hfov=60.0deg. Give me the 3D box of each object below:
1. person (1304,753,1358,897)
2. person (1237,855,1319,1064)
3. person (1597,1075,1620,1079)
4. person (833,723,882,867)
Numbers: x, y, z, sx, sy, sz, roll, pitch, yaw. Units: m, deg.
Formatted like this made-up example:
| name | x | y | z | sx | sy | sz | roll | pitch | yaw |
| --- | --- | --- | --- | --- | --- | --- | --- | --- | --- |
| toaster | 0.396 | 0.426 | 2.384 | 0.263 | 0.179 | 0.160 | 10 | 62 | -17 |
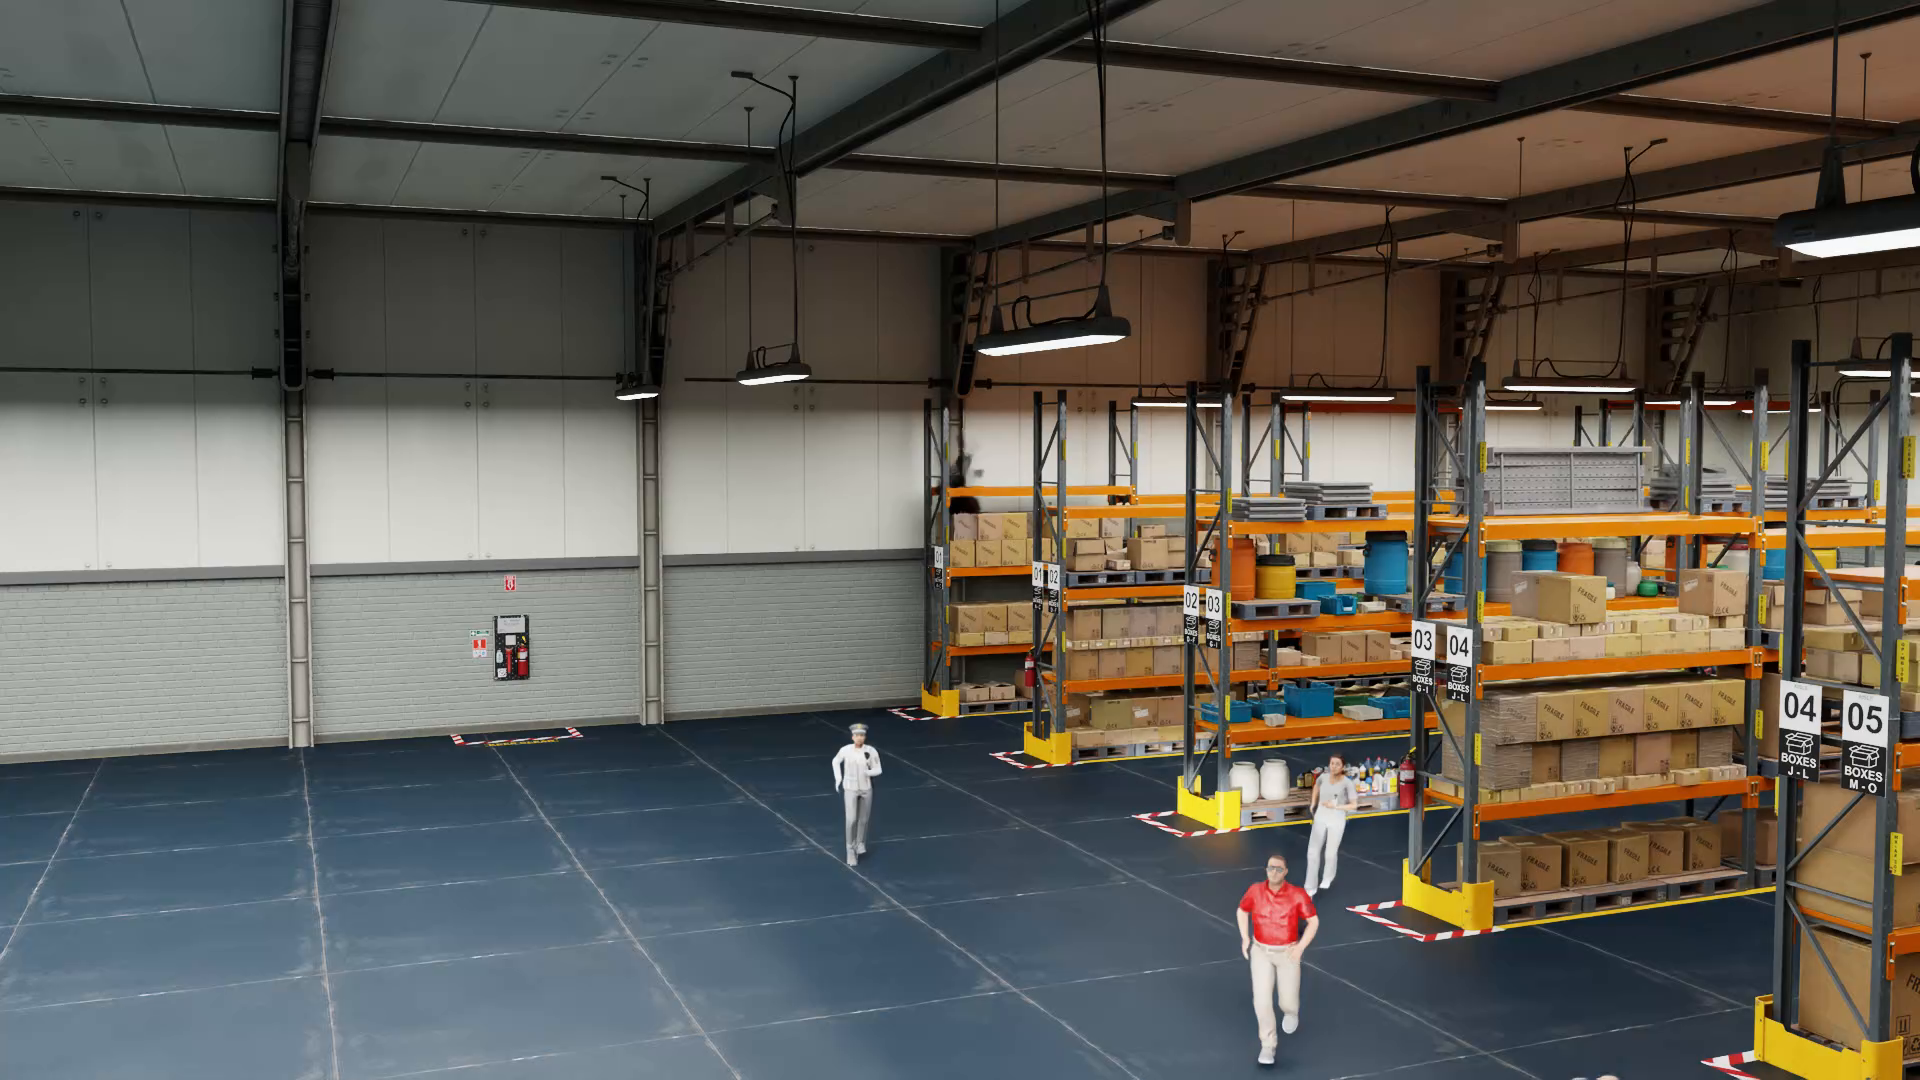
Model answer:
| name | x | y | z | sx | sy | sz | roll | pitch | yaw |
| --- | --- | --- | --- | --- | --- | --- | --- | --- | --- |
| person | 4.244 | 3.244 | 18.834 | 0.583 | 1.719 | 0.766 | 2 | 4 | 29 |
| person | 2.668 | 3.485 | 14.035 | 0.699 | 1.682 | 0.771 | 1 | 4 | 19 |
| person | 3.520 | 3.760 | 9.008 | 0.722 | 1.782 | 0.946 | 2 | 4 | 29 |
| person | -1.257 | 3.120 | 20.467 | 0.576 | 1.742 | 0.732 | -1 | 3 | -9 |
